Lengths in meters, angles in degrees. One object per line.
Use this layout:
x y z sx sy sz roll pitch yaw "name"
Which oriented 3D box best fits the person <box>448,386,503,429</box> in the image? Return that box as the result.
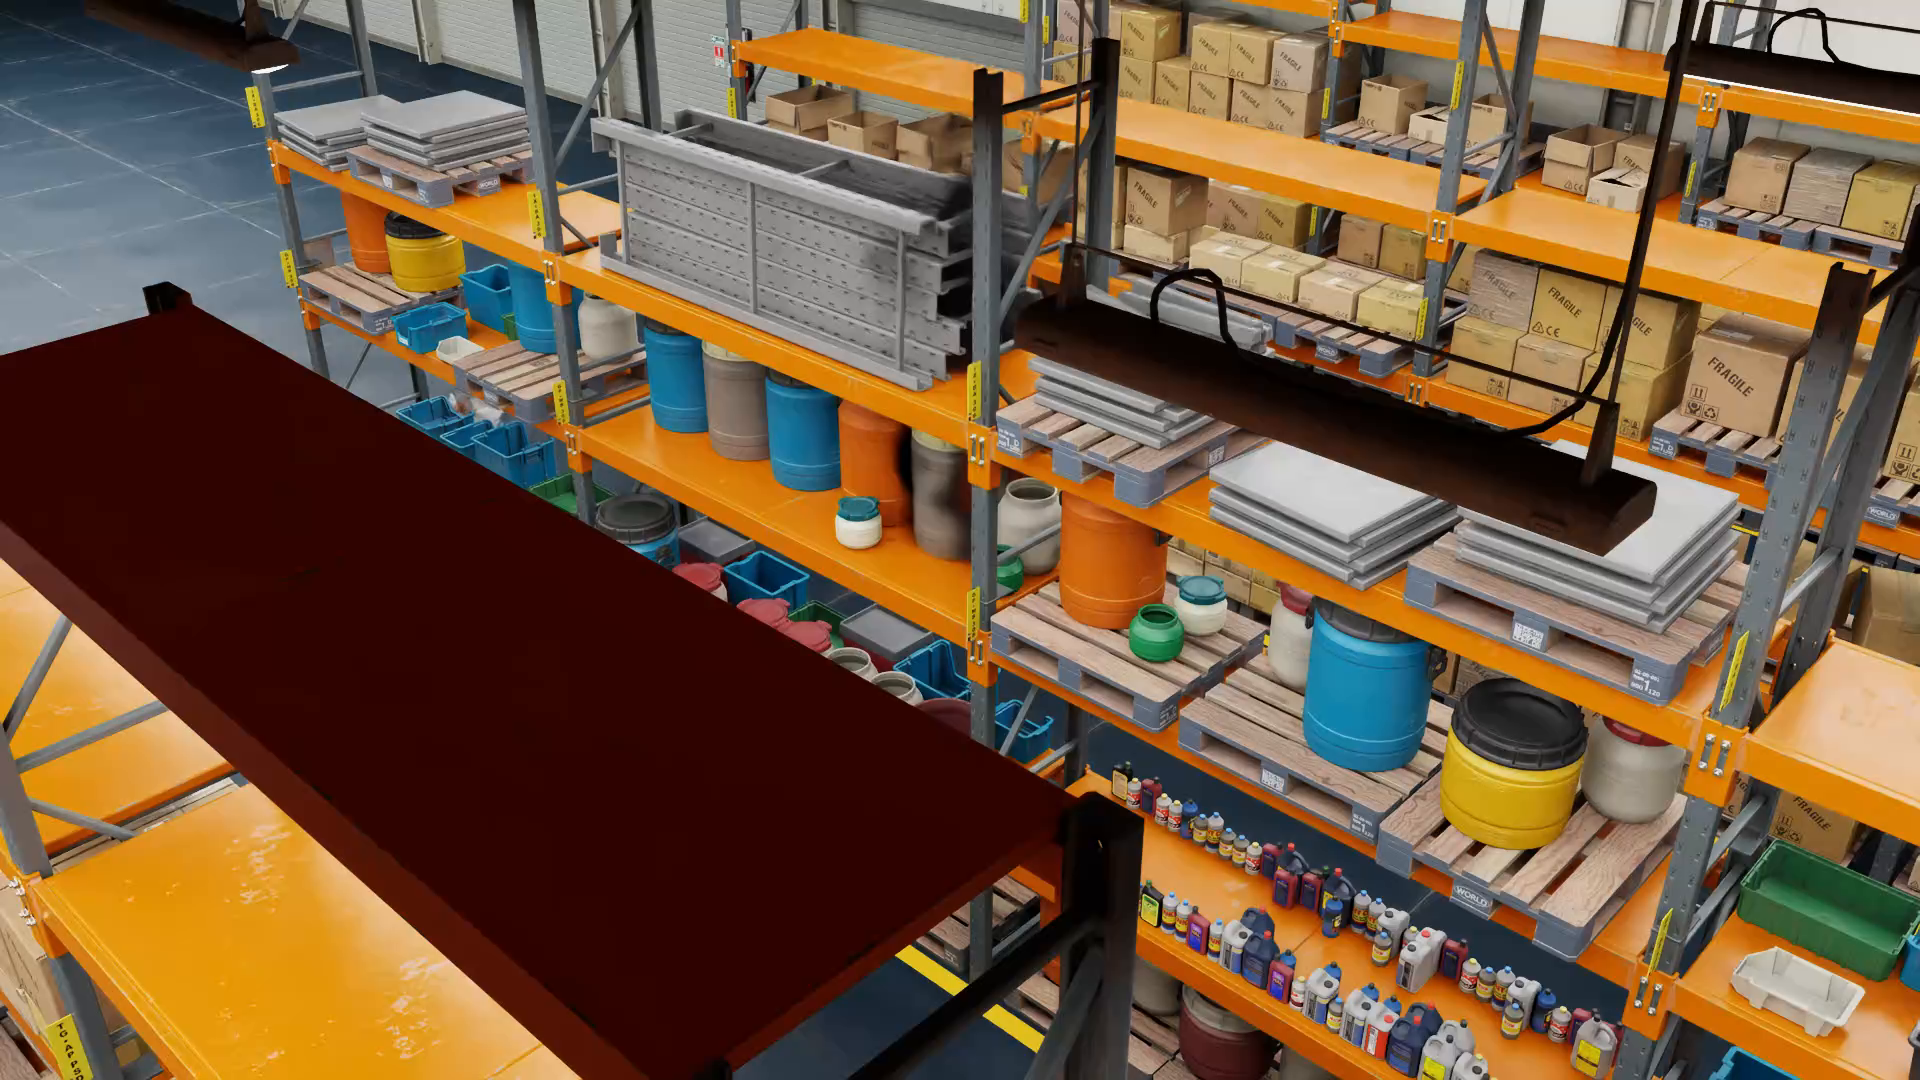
-4.764 -1.199 16.589 0.667 1.793 0.669 7 30 12 "person"
